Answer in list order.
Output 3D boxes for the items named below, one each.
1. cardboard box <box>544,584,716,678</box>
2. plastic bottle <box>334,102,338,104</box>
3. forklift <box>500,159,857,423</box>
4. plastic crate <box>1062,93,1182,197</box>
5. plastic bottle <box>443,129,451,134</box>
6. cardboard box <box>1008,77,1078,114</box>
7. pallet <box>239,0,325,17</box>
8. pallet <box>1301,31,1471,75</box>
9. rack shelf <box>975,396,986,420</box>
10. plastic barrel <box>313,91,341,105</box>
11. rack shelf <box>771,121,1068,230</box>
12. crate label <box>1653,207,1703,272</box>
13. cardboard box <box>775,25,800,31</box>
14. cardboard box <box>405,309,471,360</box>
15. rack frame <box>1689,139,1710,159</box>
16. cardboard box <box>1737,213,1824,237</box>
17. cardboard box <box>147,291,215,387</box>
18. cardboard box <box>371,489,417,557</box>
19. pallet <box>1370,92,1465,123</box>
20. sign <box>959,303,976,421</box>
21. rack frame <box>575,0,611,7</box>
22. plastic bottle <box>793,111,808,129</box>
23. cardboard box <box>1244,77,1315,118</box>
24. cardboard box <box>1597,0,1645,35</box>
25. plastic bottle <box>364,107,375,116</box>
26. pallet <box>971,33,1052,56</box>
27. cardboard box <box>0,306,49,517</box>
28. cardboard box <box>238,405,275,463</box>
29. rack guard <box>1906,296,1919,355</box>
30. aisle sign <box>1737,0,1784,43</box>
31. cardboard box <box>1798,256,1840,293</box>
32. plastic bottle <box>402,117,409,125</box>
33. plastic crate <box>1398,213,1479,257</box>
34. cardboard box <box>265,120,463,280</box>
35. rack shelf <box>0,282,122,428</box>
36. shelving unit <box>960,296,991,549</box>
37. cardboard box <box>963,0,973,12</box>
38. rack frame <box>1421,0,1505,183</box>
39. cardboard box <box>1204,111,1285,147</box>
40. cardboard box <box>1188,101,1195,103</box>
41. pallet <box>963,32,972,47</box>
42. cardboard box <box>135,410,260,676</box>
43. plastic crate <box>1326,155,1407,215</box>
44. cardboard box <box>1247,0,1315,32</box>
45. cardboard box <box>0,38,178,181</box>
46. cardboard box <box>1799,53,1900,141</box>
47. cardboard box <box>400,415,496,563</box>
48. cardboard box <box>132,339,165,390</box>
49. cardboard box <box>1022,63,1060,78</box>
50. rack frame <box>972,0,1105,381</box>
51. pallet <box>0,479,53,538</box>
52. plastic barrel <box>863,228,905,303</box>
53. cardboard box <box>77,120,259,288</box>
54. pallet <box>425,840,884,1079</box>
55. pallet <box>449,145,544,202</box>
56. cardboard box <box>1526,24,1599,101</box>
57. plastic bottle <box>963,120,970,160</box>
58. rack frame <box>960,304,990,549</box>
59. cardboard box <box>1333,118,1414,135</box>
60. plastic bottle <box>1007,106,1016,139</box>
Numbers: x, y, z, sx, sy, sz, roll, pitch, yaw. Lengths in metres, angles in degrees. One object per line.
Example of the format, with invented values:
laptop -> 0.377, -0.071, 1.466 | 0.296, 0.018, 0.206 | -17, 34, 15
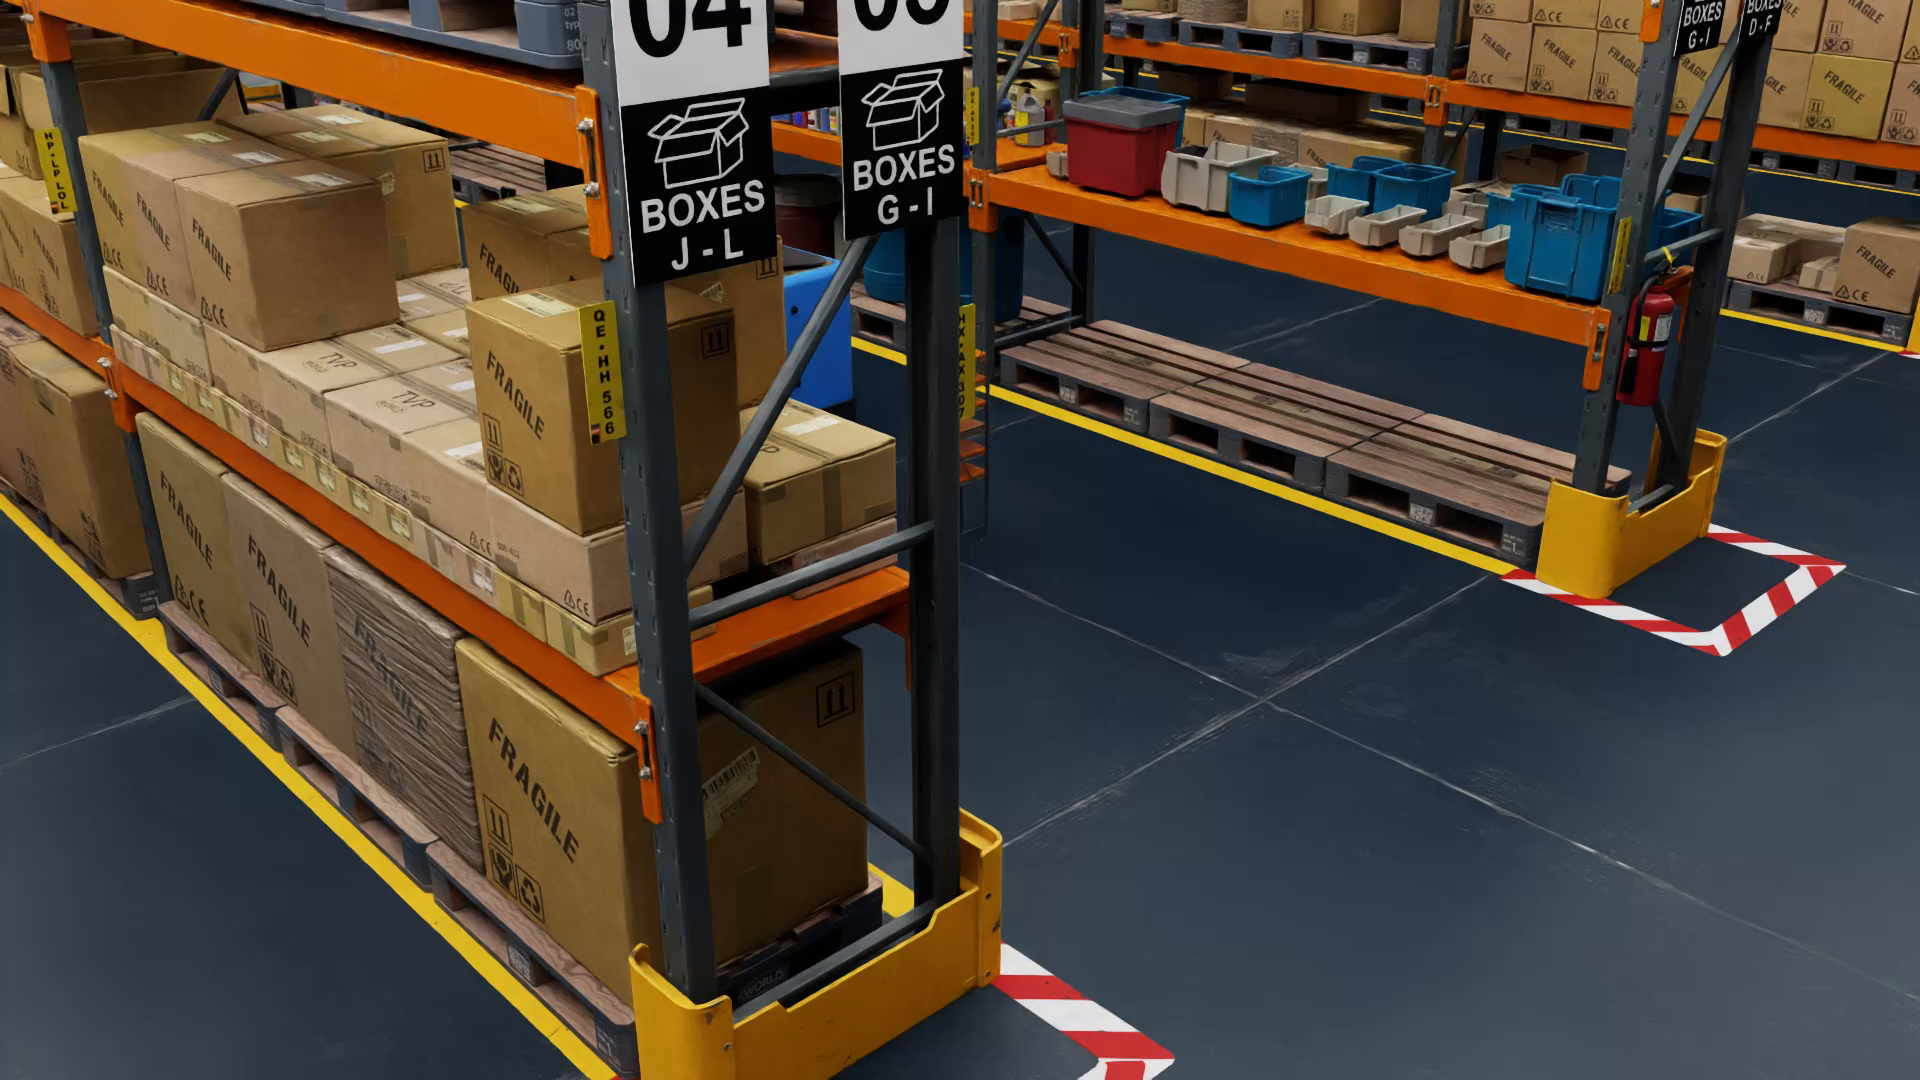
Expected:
cardboard box -> -0.889, 0.204, 4.491 | 0.380, 0.149, 0.250 | -20, 32, -38
plastic bottle -> -6.273, -4.274, 16.761 | 0.097, 0.271, 0.097 | 0, 25, 0
forklift -> -1.989, -2.133, 9.395 | 3.031, 2.935, 1.130 | 22, 32, 39
plastic crate -> 0.904, -2.227, 9.369 | 0.402, 0.464, 0.583 | -21, 32, -38
plastic bottle -> -5.130, -4.208, 16.612 | 0.152, 0.276, 0.135 | -20, 31, -37
cardboard box -> 0.823, -4.412, 16.439 | 0.500, 0.311, 0.500 | -20, 31, -37
pallet -> -1.758, -1.811, 5.099 | 1.003, 0.211, 1.213 | -21, 32, -38
pallet -> 3.628, -4.102, 13.860 | 1.003, 0.211, 1.213 | -21, 32, -38
rack shelf -> -0.010, -0.619, 7.979 | 0.258, 0.103, 0.180 | -21, 32, -38
plastic barrel -> -6.877, -4.878, 17.820 | 0.421, 0.512, 0.421 | 0, 25, 0
rack shelf -> -0.891, -2.791, 11.621 | 1.077, 0.370, 4.000 | -21, 32, -38
crate label -> 3.282, -1.420, 7.878 | 0.416, 0.233, 0.303 | -21, 32, -38
cardboard box -> -2.183, -5.855, 19.373 | 0.500, 0.500, 0.500 | -21, 32, -38
cardboard box -> -1.598, -0.650, 5.883 | 0.500, 0.250, 0.500 | -22, 32, -39
rack frame -> 7.708, -5.323, 16.304 | 1.000, 3.000, 0.127 | -21, 32, -38
cardboard box -> 5.981, -2.202, 12.246 | 0.500, 0.250, 0.500 | -21, 32, -38
cardboard box -> -2.673, -0.806, 6.225 | 0.500, 0.250, 0.500 | -21, 32, -39
cardboard box -> -1.588, -0.105, 5.168 | 0.380, 0.149, 0.250 | -22, 33, -40
pallet -> 5.458, -5.006, 18.969 | 1.003, 0.211, 1.213 | -21, 32, -38
sign -> 0.004, -0.481, 4.552 | 0.100, 0.325, 0.005 | -21, 32, -38
rack frame -> -0.405, -2.625, 3.162 | 1.000, 3.000, 0.127 | -21, 32, -38
plastic bottle -> -1.065, -2.919, 11.175 | 0.061, 0.283, 0.133 | -21, 32, -38
cardboard box -> 2.915, -3.991, 14.963 | 0.500, 0.250, 0.500 | -22, 32, -39
cardboard box -> 4.915, -3.882, 11.821 | 0.500, 0.500, 0.500 | -22, 33, -40
plastic bottle -> -5.773, -4.103, 16.291 | 0.185, 0.351, 0.144 | 22, 32, 39
pallet -> 0.917, -7.041, 23.430 | 1.003, 0.211, 1.213 | -21, 32, -38
cardboard box -> -4.203, -0.791, 8.423 | 0.875, 0.875, 1.225 | 22, 33, 40
cardboard box -> -2.293, -0.417, 5.852 | 0.380, 0.149, 0.250 | -21, 32, -38
rack guard -> 6.777, -1.590, 11.134 | 1.175, 0.500, 0.348 | -21, 32, -38
aisle sign -> 3.476, -2.546, 7.084 | 0.394, 0.787, 0.004 | -21, 32, -38
cardboard box -> 6.066, -1.859, 11.594 | 0.380, 0.166, 0.250 | -21, 32, -38
plastic bottle -> -5.751, -4.396, 17.023 | 0.152, 0.276, 0.135 | -21, 32, -38
plastic crate -> 2.333, -1.496, 8.160 | 0.396, 0.136, 0.243 | -21, 32, -38
cardboard box -> -2.290, -1.299, 6.403 | 0.500, 0.500, 0.500 | -21, 32, -38
rack shelf -> -4.506, -1.386, 8.541 | 1.077, 0.370, 4.000 | -21, 32, -38
shelving unit -> -0.010, -0.550, 8.011 | 0.258, 1.200, 0.189 | -21, 32, -38
cardboard box -> 0.202, -5.678, 16.961 | 0.500, 0.500, 0.500 | 22, 32, 39
rack frame -> 4.095, -3.917, 13.221 | 1.000, 3.000, 0.127 | -21, 32, -38
cardboard box -> 2.525, -3.505, 14.801 | 0.500, 0.500, 0.500 | 22, 33, 40
cardboard box -> 2.171, -3.975, 15.830 | 0.500, 0.500, 0.500 | -20, 31, -37
pallet -> 0.088, -7.411, 24.240 | 1.003, 0.211, 1.213 | -21, 32, -38
cardboard box -> -2.746, -0.109, 6.929 | 0.875, 0.875, 0.875 | -21, 32, -38
plastic crate -> 2.177, -1.910, 8.952 | 0.416, 0.233, 0.300 | -21, 32, -38
cardboard box -> 2.842, -4.671, 14.248 | 0.500, 0.500, 0.700 | 15, 28, 29
cardboard box -> -4.042, -2.012, 7.717 | 0.797, 0.503, 0.637 | -21, 32, -38
cardboard box -> 5.967, -2.965, 11.014 | 0.500, 0.500, 0.500 | -21, 32, -38
cardboard box -> -1.276, -0.188, 4.870 | 0.500, 0.250, 0.500 | -22, 32, -39
cardboard box -> -3.000, -0.730, 6.538 | 0.250, 0.149, 0.380 | 23, 33, 40
cardboard box -> 0.852, -4.722, 17.119 | 0.500, 0.311, 0.500 | -22, 33, -40
rack frame -> 0.476, -2.512, 10.143 | 1.000, 3.000, 0.127 | -21, 32, -38
pallet -> -4.560, -0.421, 8.918 | 1.003, 0.211, 1.213 | -21, 32, -38
plastic barrel -> -0.367, -2.133, 11.334 | 0.600, 0.901, 0.708 | -21, 32, -38
cardboard box -> -2.998, -1.298, 6.400 | 0.500, 0.500, 0.500 | -21, 32, -38
pallet -> -1.009, 1.153, 5.468 | 1.003, 0.211, 1.213 | -21, 32, -38
pallet -> -4.427, -3.441, 15.538 | 1.003, 0.211, 1.213 | -21, 32, -38
cardboard box -> 4.596, -3.576, 12.354 | 0.500, 0.500, 0.500 | -21, 32, -38
plastic bottle -> -0.029, -2.484, 10.230 | 0.152, 0.276, 0.135 | -21, 32, -38
rack frame -> 0.053, -0.523, 7.950 | 0.240, 1.200, 0.006 | -21, 32, -38
cardboard box -> 3.569, -3.354, 14.469 | 0.500, 0.500, 0.500 | -21, 32, -38
plastic bottle -> 0.354, -2.724, 10.847 | 0.097, 0.201, 0.097 | 0, 25, 0
